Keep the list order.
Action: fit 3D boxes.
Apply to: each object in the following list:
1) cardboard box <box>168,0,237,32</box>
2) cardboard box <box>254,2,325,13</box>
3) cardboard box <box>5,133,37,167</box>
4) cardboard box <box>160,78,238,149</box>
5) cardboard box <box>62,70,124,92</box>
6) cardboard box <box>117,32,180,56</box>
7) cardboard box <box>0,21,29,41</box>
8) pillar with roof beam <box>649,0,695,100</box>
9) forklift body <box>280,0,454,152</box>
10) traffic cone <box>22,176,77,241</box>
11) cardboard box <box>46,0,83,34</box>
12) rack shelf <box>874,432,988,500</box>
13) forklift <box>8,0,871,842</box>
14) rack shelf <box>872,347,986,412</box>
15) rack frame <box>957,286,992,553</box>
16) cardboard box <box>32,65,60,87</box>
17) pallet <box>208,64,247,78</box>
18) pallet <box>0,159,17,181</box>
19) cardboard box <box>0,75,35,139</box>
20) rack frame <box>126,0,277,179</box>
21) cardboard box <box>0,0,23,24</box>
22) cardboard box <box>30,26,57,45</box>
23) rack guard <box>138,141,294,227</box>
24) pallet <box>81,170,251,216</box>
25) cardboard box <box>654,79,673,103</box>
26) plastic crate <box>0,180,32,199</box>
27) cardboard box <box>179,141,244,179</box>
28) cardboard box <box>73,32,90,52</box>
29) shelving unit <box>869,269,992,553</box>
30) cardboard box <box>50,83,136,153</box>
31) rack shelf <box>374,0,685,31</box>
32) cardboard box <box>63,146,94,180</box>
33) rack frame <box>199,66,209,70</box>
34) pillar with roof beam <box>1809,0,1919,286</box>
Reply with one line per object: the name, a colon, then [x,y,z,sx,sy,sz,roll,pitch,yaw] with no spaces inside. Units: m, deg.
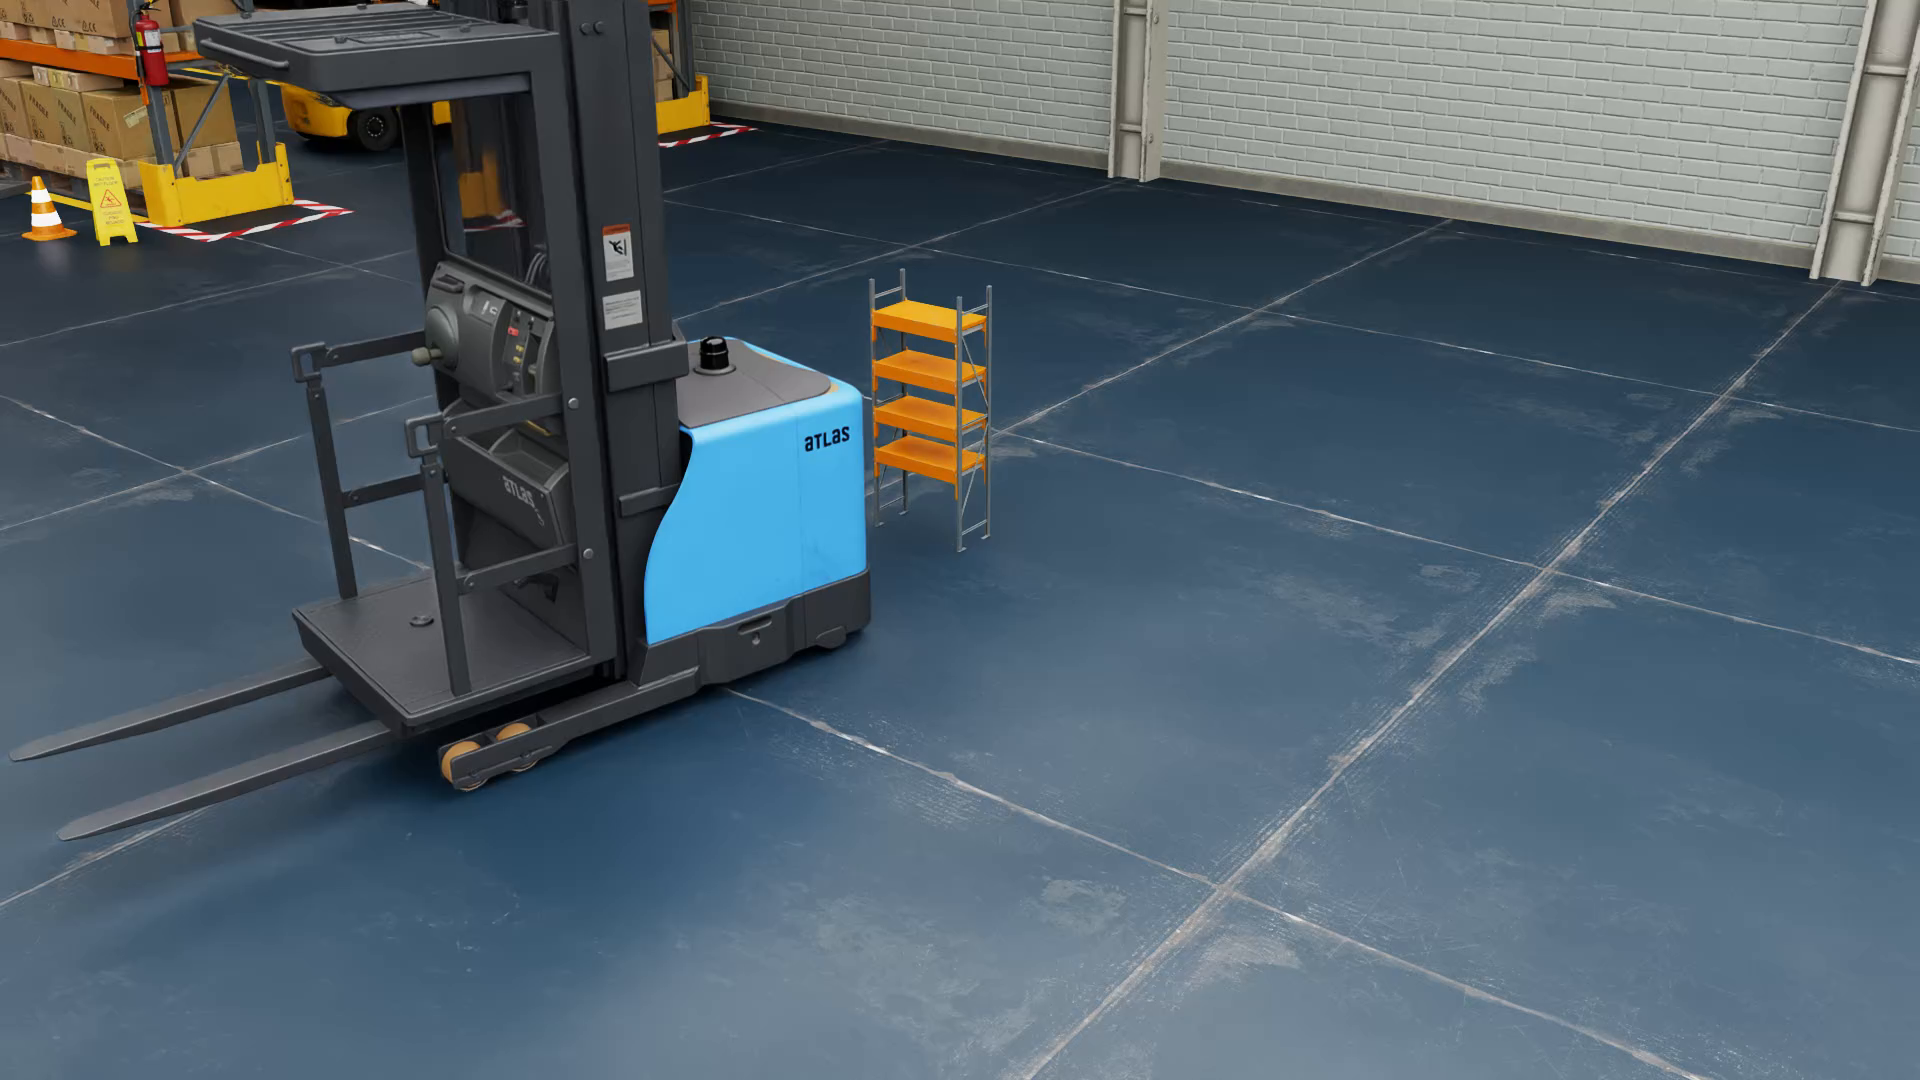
cardboard box: [-6.360,-4.504,13.759,0.500,0.500,0.500,16,29,33]
cardboard box: [-8.556,-6.450,21.092,0.625,0.625,0.875,18,29,35]
cardboard box: [-8.178,-3.536,14.945,0.500,0.250,0.500,16,29,33]
cardboard box: [-6.646,-3.685,14.352,0.500,0.500,0.500,16,28,32]
cardboard box: [-7.279,-3.869,13.965,0.250,0.149,0.380,18,29,35]
cardboard box: [-6.575,-4.024,13.475,0.250,0.149,0.380,18,29,35]
cardboard box: [-8.052,-4.426,14.387,0.250,0.149,0.380,17,29,33]
pillar with roof beam: [-5.772,-7.536,13.693,0.400,9.000,9.100,17,29,33]
forklift body: [-5.785,-5.202,16.889,1.214,2.155,2.313,17,29,33]
traffic cone: [-7.265,-2.645,13.179,0.334,0.463,0.336,17,29,33]
cardboard box: [-7.145,-4.465,13.670,0.500,0.500,0.500,17,29,33]
rack shelf: [-0.132,-0.346,7.706,0.480,0.148,0.258,17,29,33]
forklift: [-1.817,-0.711,5.728,3.031,2.935,1.130,-19,30,-36]
rack shelf: [-0.132,-0.732,7.536,0.480,0.148,0.258,17,29,33]
rack frame: [0.063,-0.530,7.465,0.015,1.200,0.240,17,29,33]
cardboard box: [-7.688,-3.995,14.251,0.250,0.149,0.380,18,30,35]
pallet: [-8.939,-6.167,21.485,1.213,0.211,1.003,17,29,33]
pallet: [-8.789,-3.658,15.791,1.213,0.211,1.003,17,29,33]
cardboard box: [-8.189,-3.881,14.797,0.500,0.500,0.500,19,30,36]
rack frame: [-6.147,-4.118,13.376,0.127,3.000,1.000,17,29,33]
cardboard box: [-7.937,-4.715,14.239,0.500,0.500,0.500,17,29,34]
cardboard box: [-7.640,-4.311,14.126,0.250,0.149,0.380,16,29,33]
rack guard: [-6.208,-2.992,13.922,0.348,0.500,1.175,17,29,33]
pallet: [-6.837,-3.068,14.452,1.213,0.211,1.003,17,29,33]
cardboard box: [-3.449,-4.836,17.895,0.500,0.250,0.500,17,29,34]
plastic crate: [-8.583,-3.105,14.698,0.583,0.080,0.402,7,25,15]
cardboard box: [-6.627,-3.336,14.491,0.500,0.250,0.500,17,29,33]
cardboard box: [-7.036,-4.119,13.689,0.250,0.149,0.380,16,29,32]
shelving unit: [-0.132,-0.589,7.599,0.503,1.200,0.258,17,29,33]
cardboard box: [-7.364,-3.630,14.227,0.500,0.500,0.500,18,30,35]
rack shelf: [-4.774,-5.875,18.255,4.000,0.370,1.077,17,29,33]
cardboard box: [-7.365,-3.288,14.382,0.500,0.250,0.500,17,29,33]
rack frame: [-9.575,-7.655,21.403,0.127,3.000,1.000,17,29,33]
pillar with roof beam: [3.831,-4.634,7.107,0.400,9.000,9.100,17,29,33]
